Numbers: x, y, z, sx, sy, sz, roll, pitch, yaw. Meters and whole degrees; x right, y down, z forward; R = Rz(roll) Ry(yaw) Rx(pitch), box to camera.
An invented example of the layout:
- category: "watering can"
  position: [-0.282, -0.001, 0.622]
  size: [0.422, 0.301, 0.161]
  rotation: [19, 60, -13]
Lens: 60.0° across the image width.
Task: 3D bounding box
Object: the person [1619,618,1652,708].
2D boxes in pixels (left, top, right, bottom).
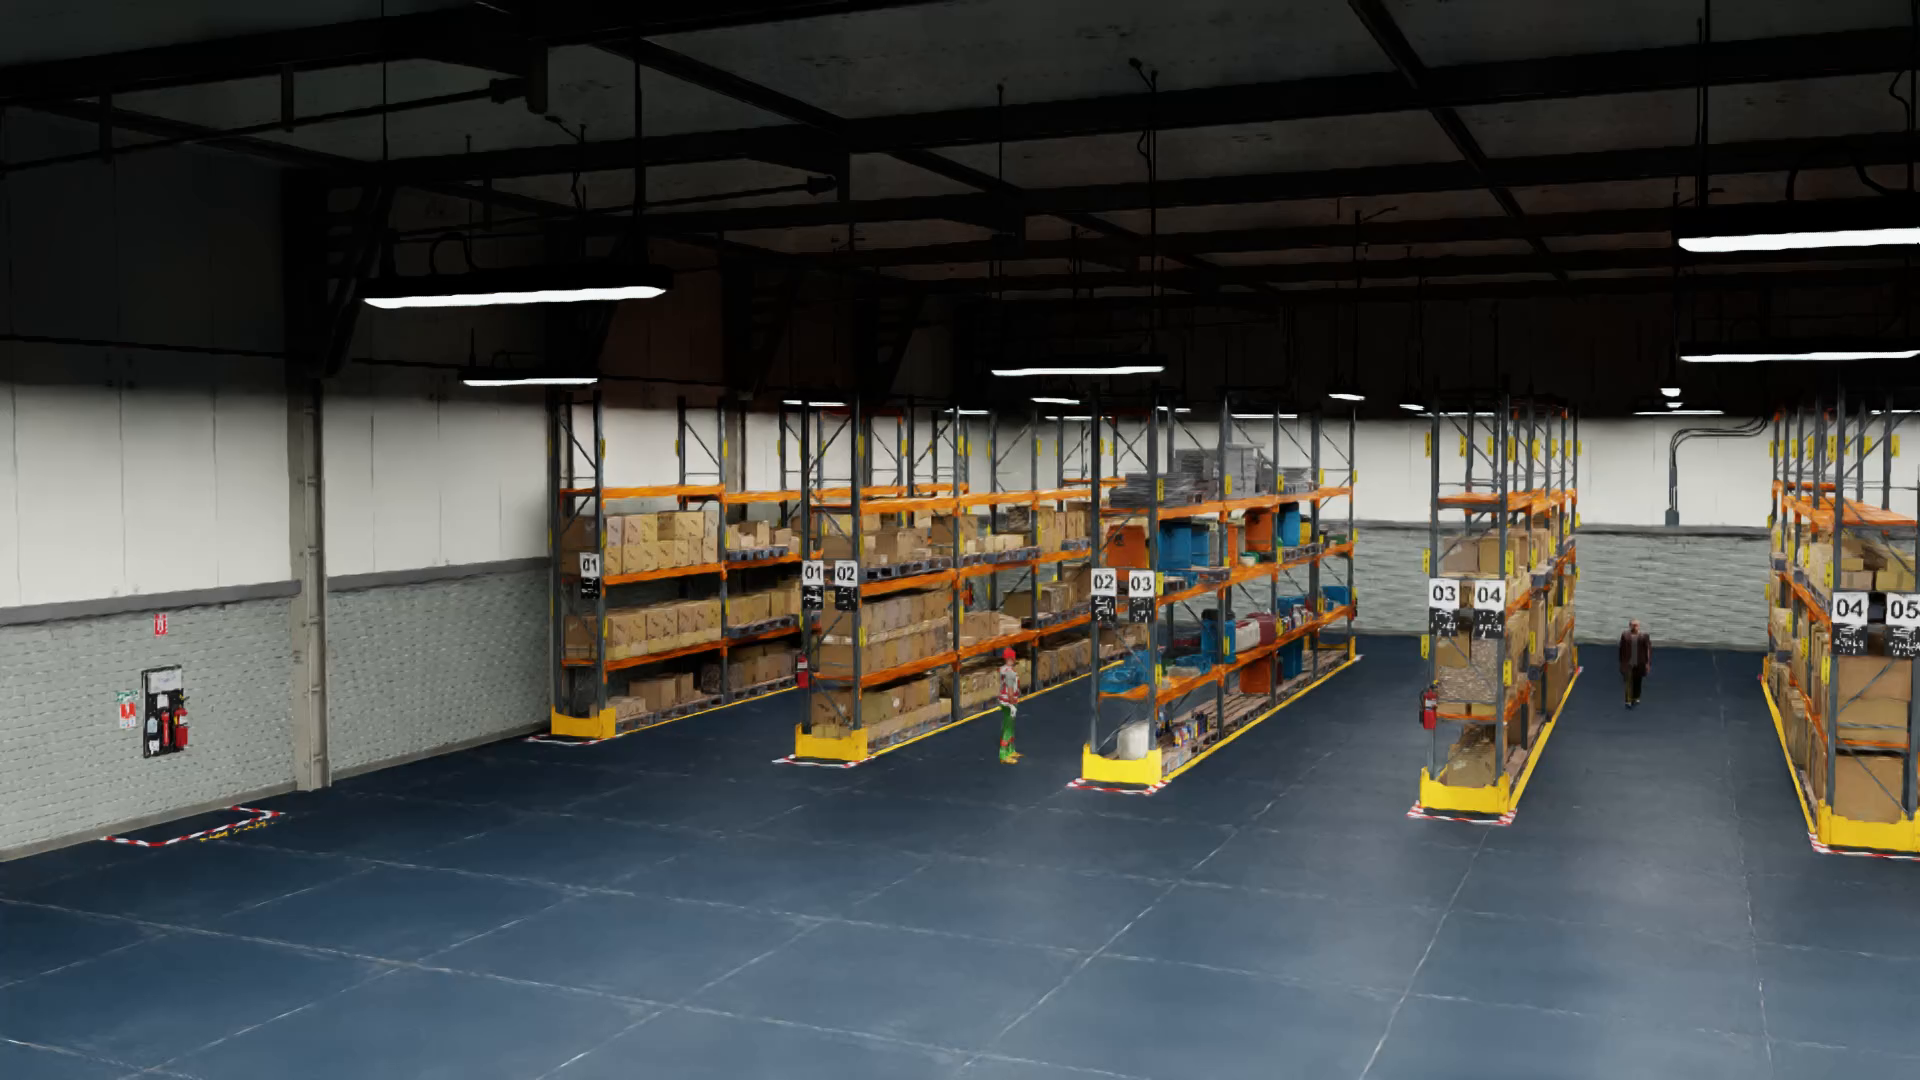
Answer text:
- category: "person"
  position: [13.038, 2.362, 32.113]
  size: [0.602, 1.724, 1.111]
  rotation: [1, 3, 22]

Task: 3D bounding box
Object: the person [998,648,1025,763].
- category: "person"
  position: [0.829, 2.627, 26.556]
  size: [0.451, 1.781, 0.605]
  rotation: [0, 3, -6]
